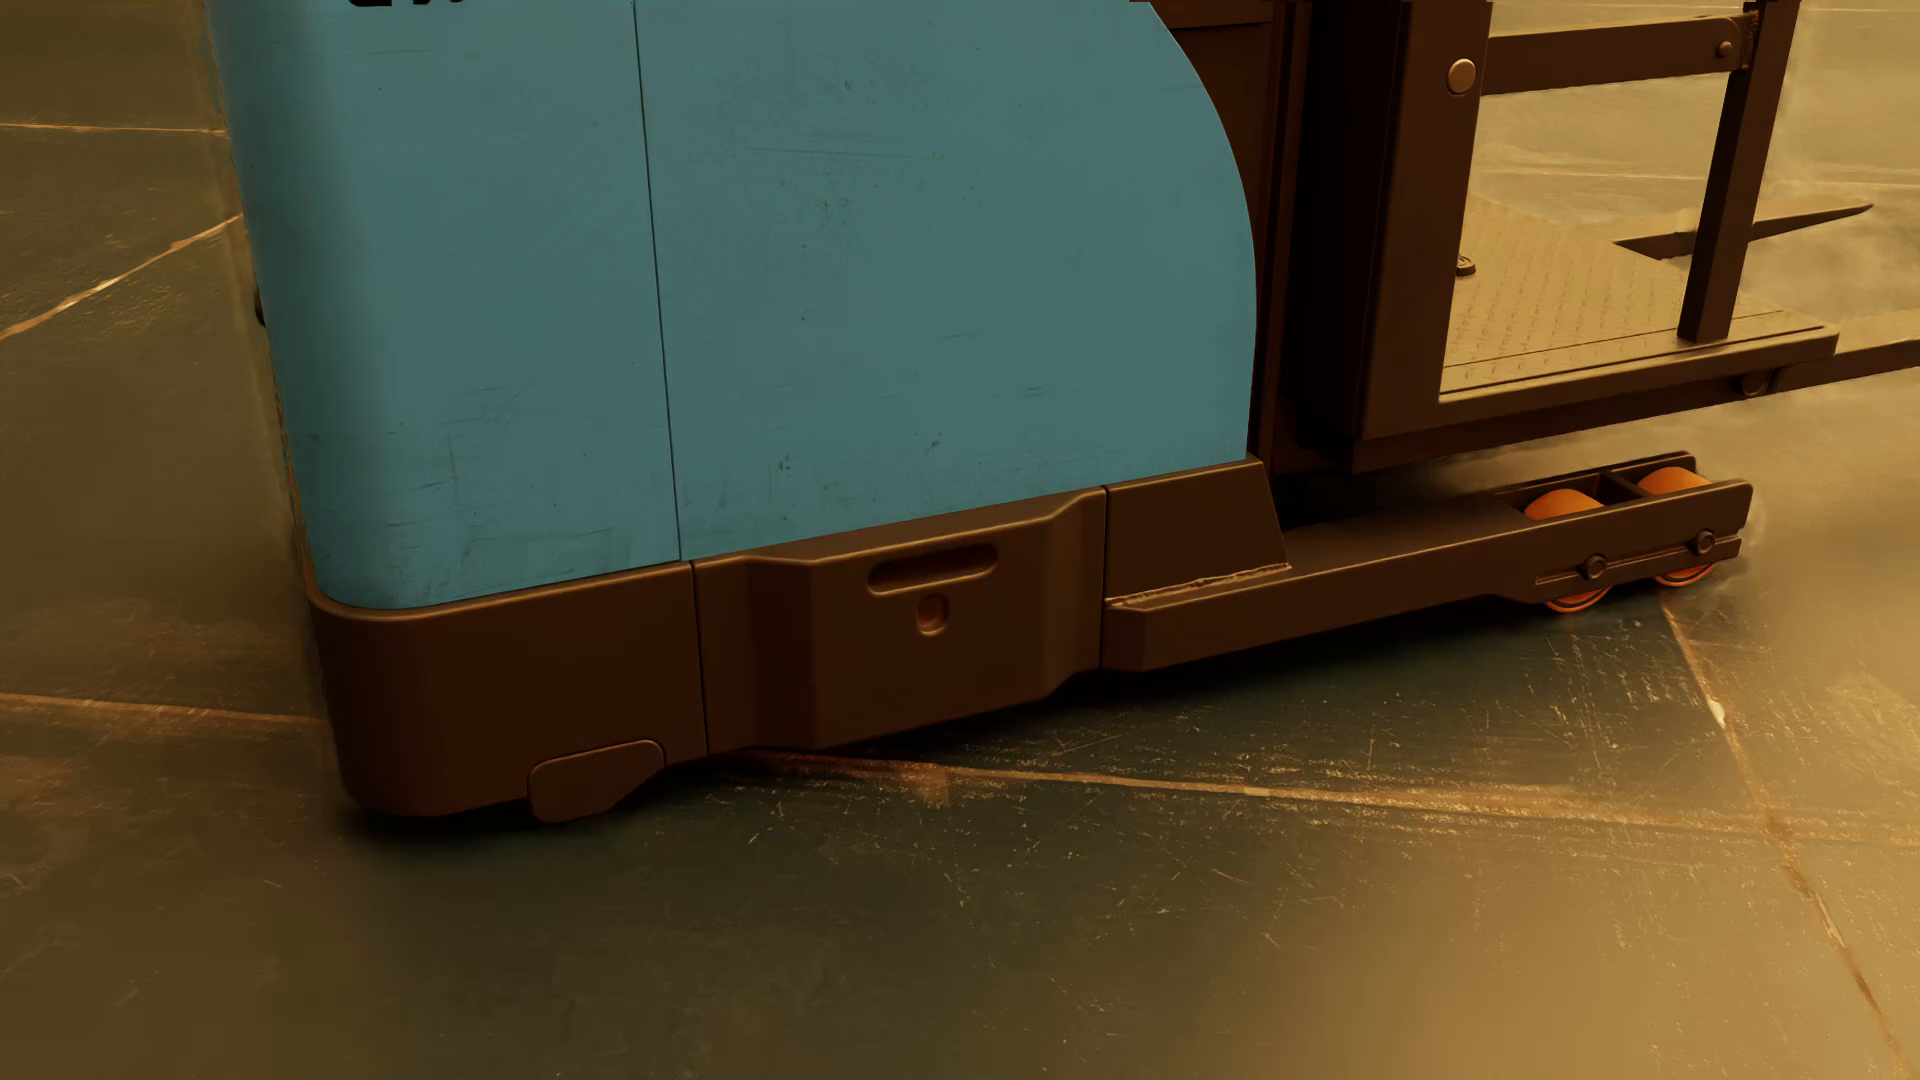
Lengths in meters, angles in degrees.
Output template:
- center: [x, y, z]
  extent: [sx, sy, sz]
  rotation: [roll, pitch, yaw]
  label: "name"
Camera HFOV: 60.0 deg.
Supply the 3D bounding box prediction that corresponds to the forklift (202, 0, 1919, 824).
- center: [0.562, -1.418, 2.058]
  extent: [3.031, 2.935, 1.130]
  rotation: [-11, 28, -20]
  label: "forklift"
